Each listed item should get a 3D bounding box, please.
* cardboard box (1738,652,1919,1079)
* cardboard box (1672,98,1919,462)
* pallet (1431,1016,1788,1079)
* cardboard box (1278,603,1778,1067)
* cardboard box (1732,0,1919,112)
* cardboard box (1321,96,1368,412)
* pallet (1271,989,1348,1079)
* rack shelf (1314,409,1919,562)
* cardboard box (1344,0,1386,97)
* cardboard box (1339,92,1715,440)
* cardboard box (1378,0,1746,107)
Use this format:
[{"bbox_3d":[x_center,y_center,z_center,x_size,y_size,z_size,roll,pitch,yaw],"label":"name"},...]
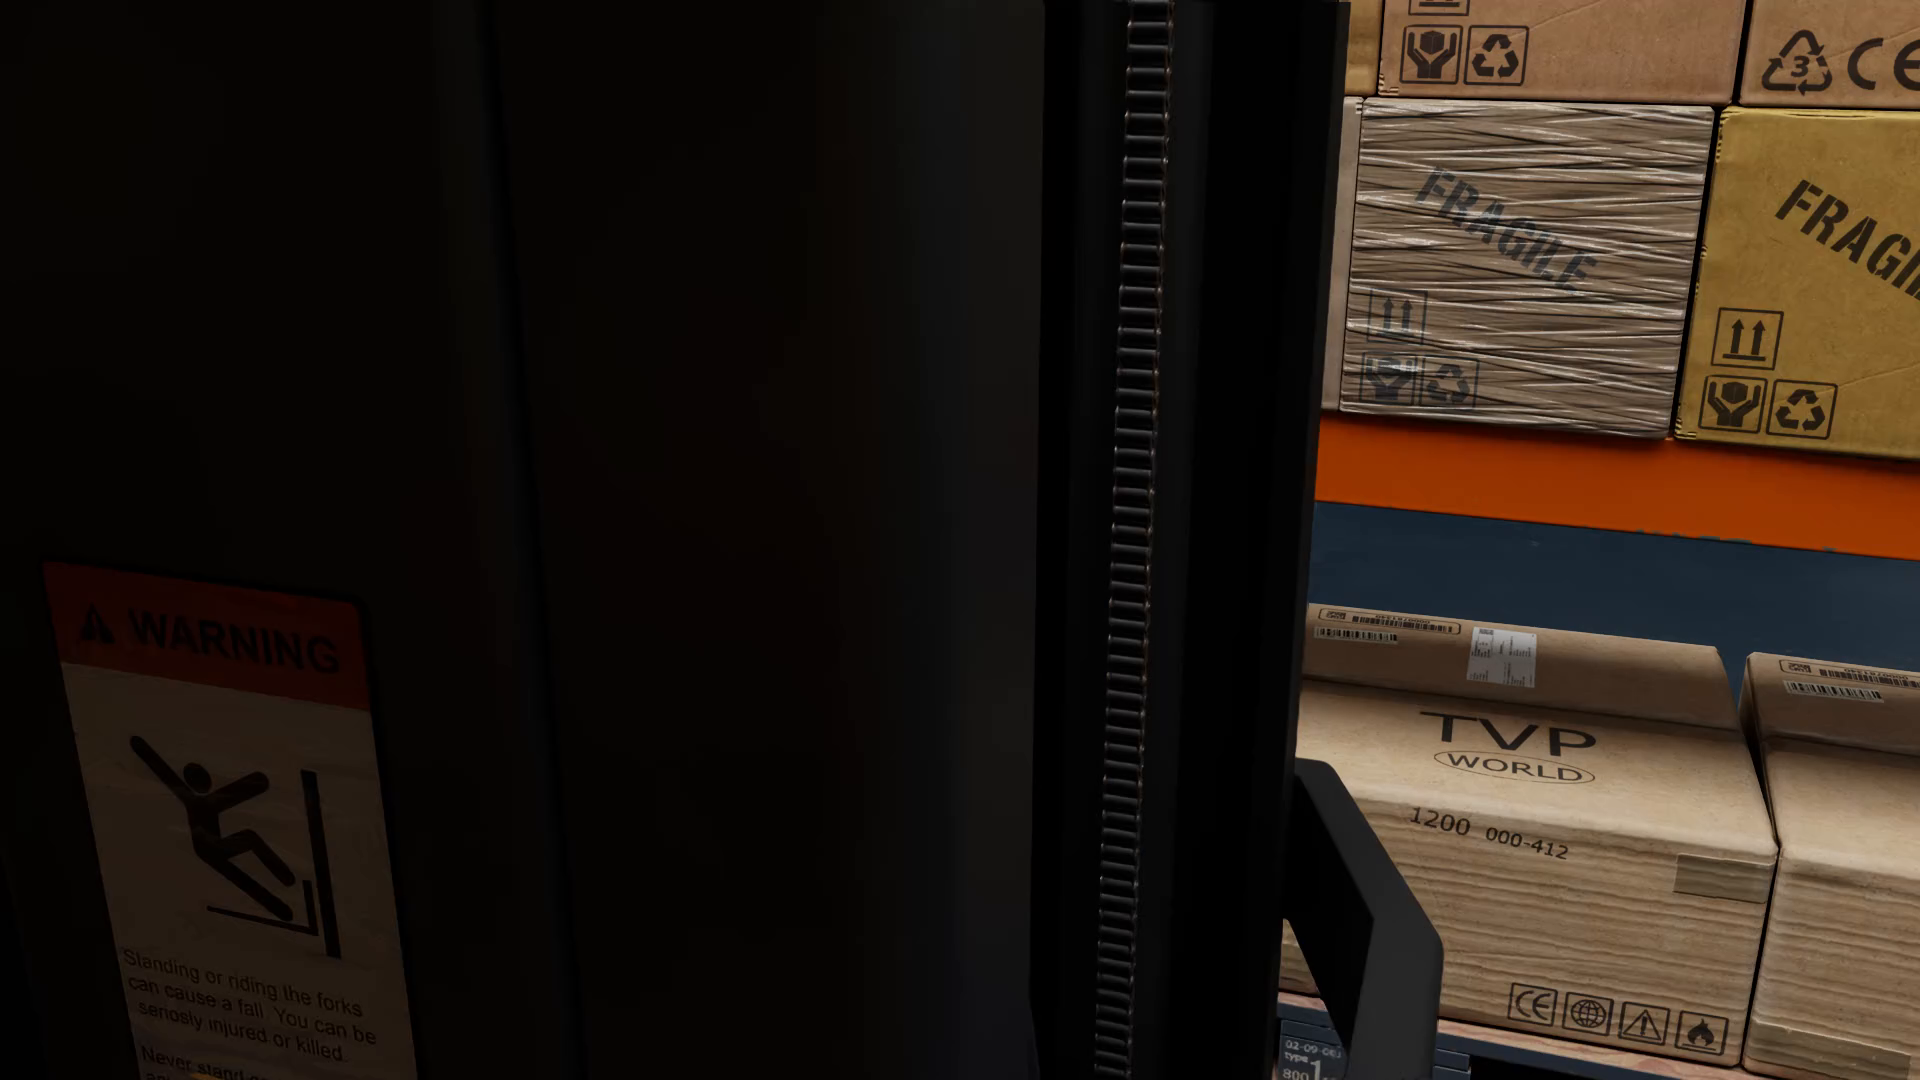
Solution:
[{"bbox_3d":[1.893,0.619,2.999,0.875,0.438,0.875,7,20,20],"label":"cardboard box"},{"bbox_3d":[1.424,-0.437,2.620,0.500,0.500,0.500,7,20,20],"label":"cardboard box"},{"bbox_3d":[1.487,0.866,3.271,1.213,0.211,1.003,7,20,18],"label":"pallet"},{"bbox_3d":[1.042,0.521,3.280,0.875,0.438,0.875,6,20,16],"label":"cardboard box"},{"bbox_3d":[1.439,-0.910,2.460,0.500,0.500,0.500,6,20,18],"label":"cardboard box"},{"bbox_3d":[0.469,-0.548,2.939,0.500,0.500,0.500,7,20,18],"label":"cardboard box"},{"bbox_3d":[0.331,0.735,3.648,1.213,0.211,1.003,7,20,18],"label":"pallet"},{"bbox_3d":[1.527,-0.133,2.993,4.000,0.370,1.077,7,20,18],"label":"rack shelf"},{"bbox_3d":[0.483,-1.025,2.787,0.500,0.500,0.500,6,20,17],"label":"cardboard box"},{"bbox_3d":[0.937,-0.492,2.779,0.500,0.500,0.500,7,20,18],"label":"cardboard box"},{"bbox_3d":[0.964,-0.966,2.619,0.500,0.500,0.500,7,20,19],"label":"cardboard box"}]
